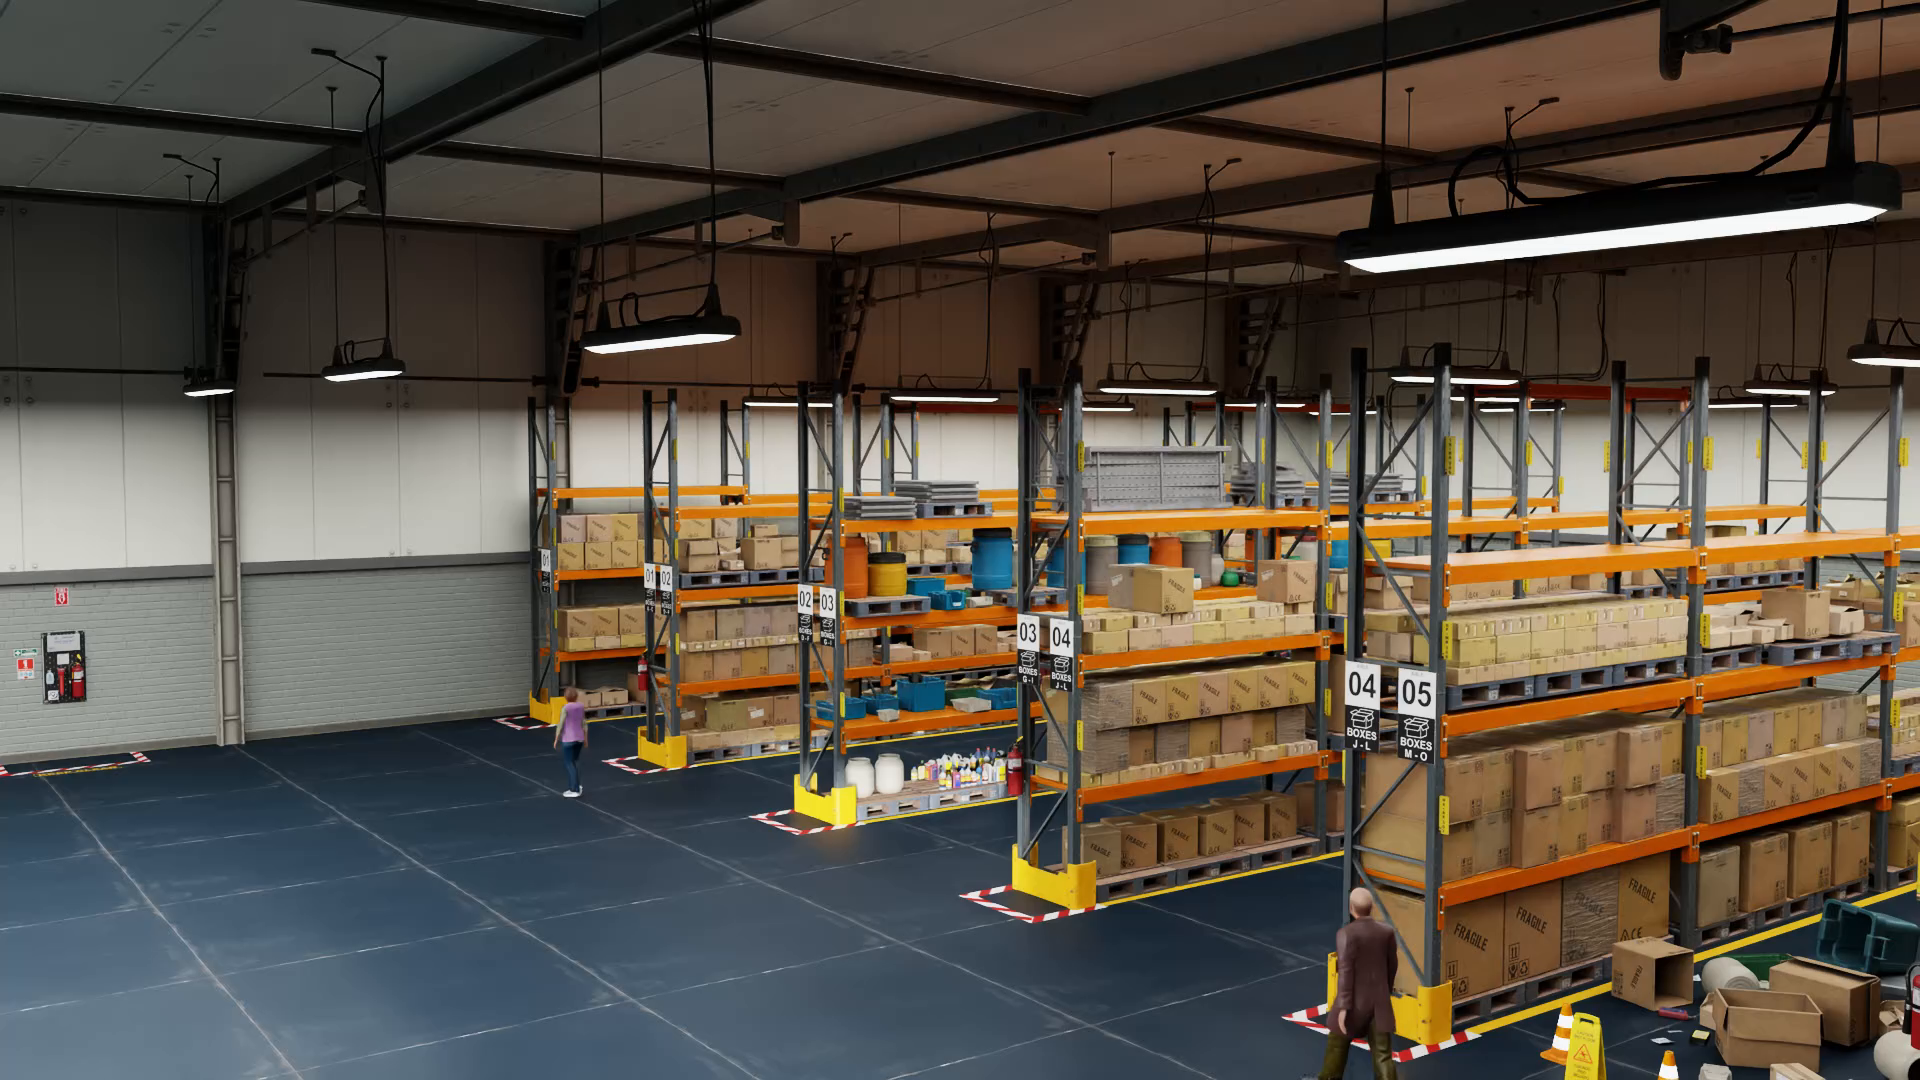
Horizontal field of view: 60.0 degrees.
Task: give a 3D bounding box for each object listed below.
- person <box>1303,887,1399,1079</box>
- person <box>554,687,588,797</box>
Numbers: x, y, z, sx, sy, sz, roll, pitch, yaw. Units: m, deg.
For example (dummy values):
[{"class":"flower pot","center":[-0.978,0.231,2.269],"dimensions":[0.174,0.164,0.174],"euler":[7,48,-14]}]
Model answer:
[{"class":"person","center":[3.070,3.519,12.759],"dimensions":[0.623,1.718,1.059],"euler":[-1,4,-17]},{"class":"person","center":[-5.625,2.983,24.134],"dimensions":[0.355,1.640,0.474],"euler":[3,5,42]}]
